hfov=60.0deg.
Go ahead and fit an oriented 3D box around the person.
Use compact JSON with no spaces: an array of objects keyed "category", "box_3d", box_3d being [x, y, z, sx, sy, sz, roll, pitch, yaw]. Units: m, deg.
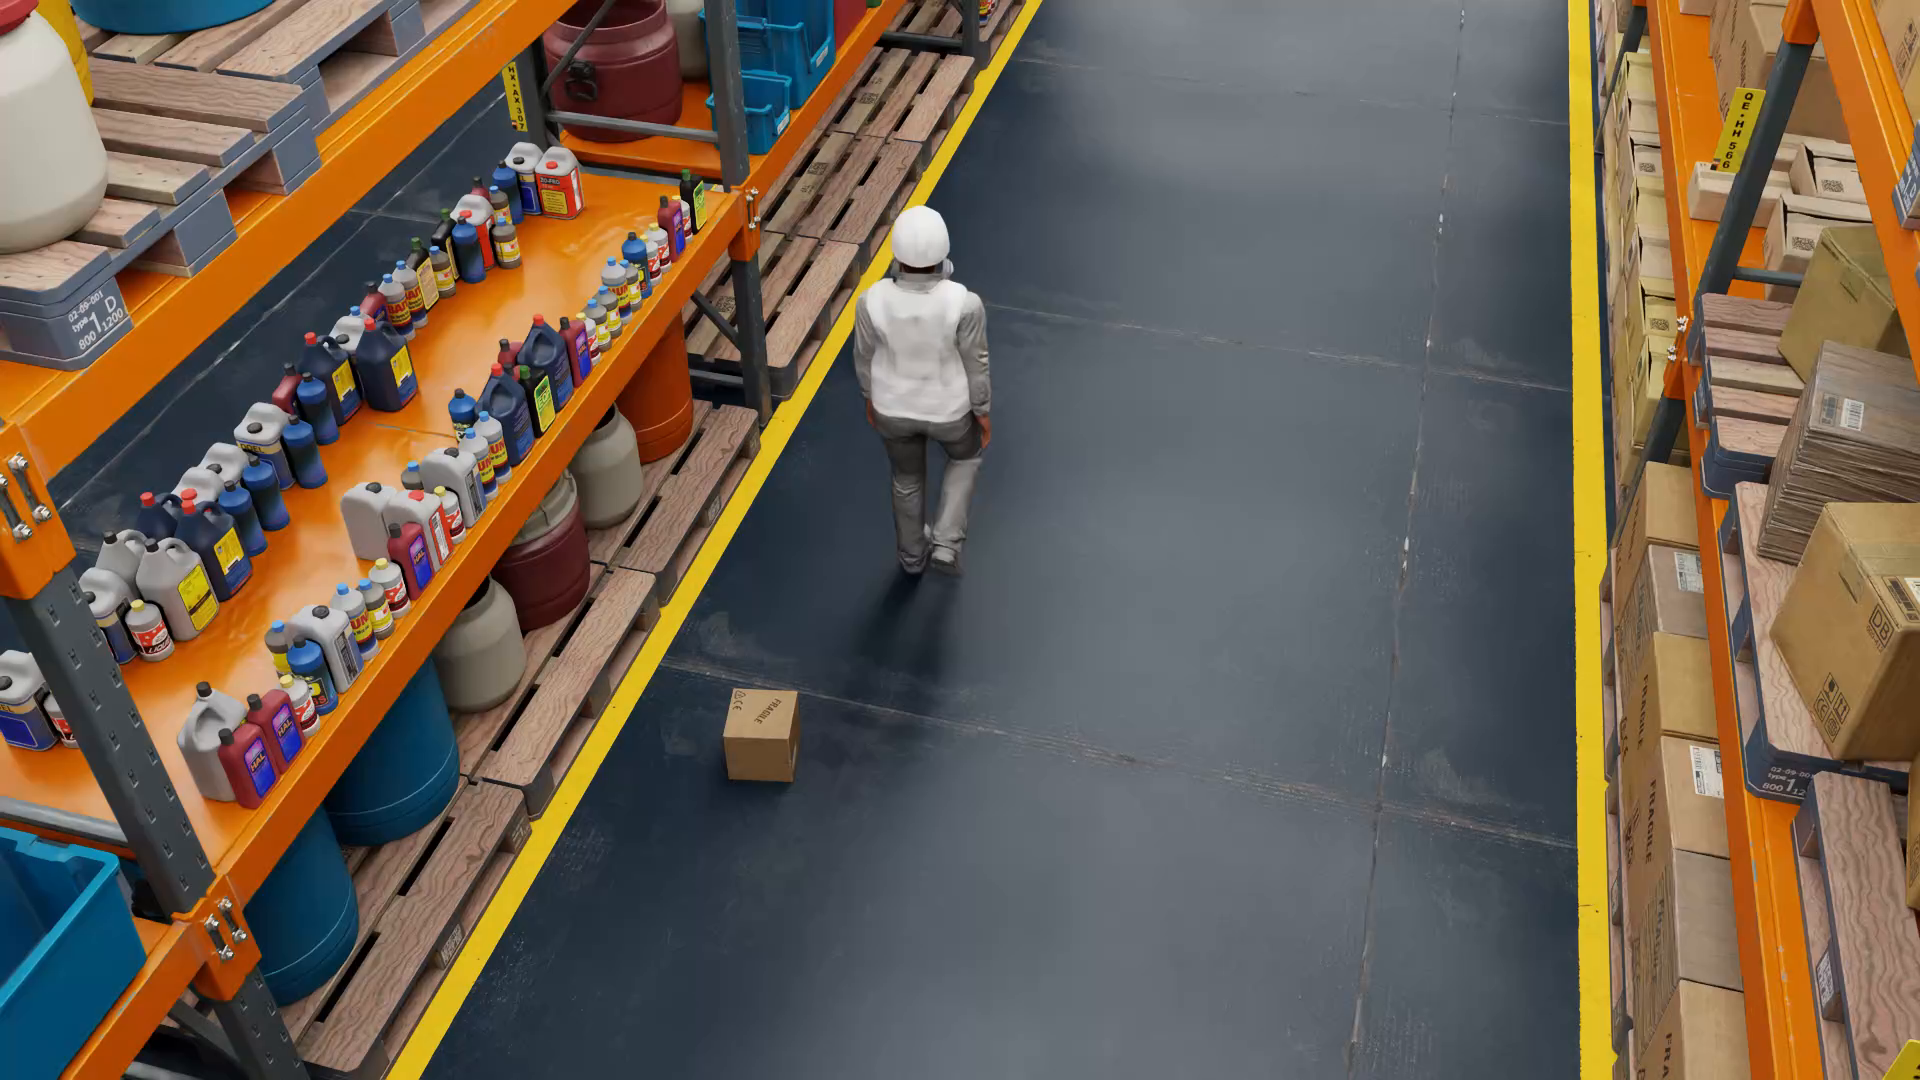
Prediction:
[{"category":"person","box_3d":[-0.145,-0.560,6.746,0.562,1.766,0.499,4,41,5]}]
